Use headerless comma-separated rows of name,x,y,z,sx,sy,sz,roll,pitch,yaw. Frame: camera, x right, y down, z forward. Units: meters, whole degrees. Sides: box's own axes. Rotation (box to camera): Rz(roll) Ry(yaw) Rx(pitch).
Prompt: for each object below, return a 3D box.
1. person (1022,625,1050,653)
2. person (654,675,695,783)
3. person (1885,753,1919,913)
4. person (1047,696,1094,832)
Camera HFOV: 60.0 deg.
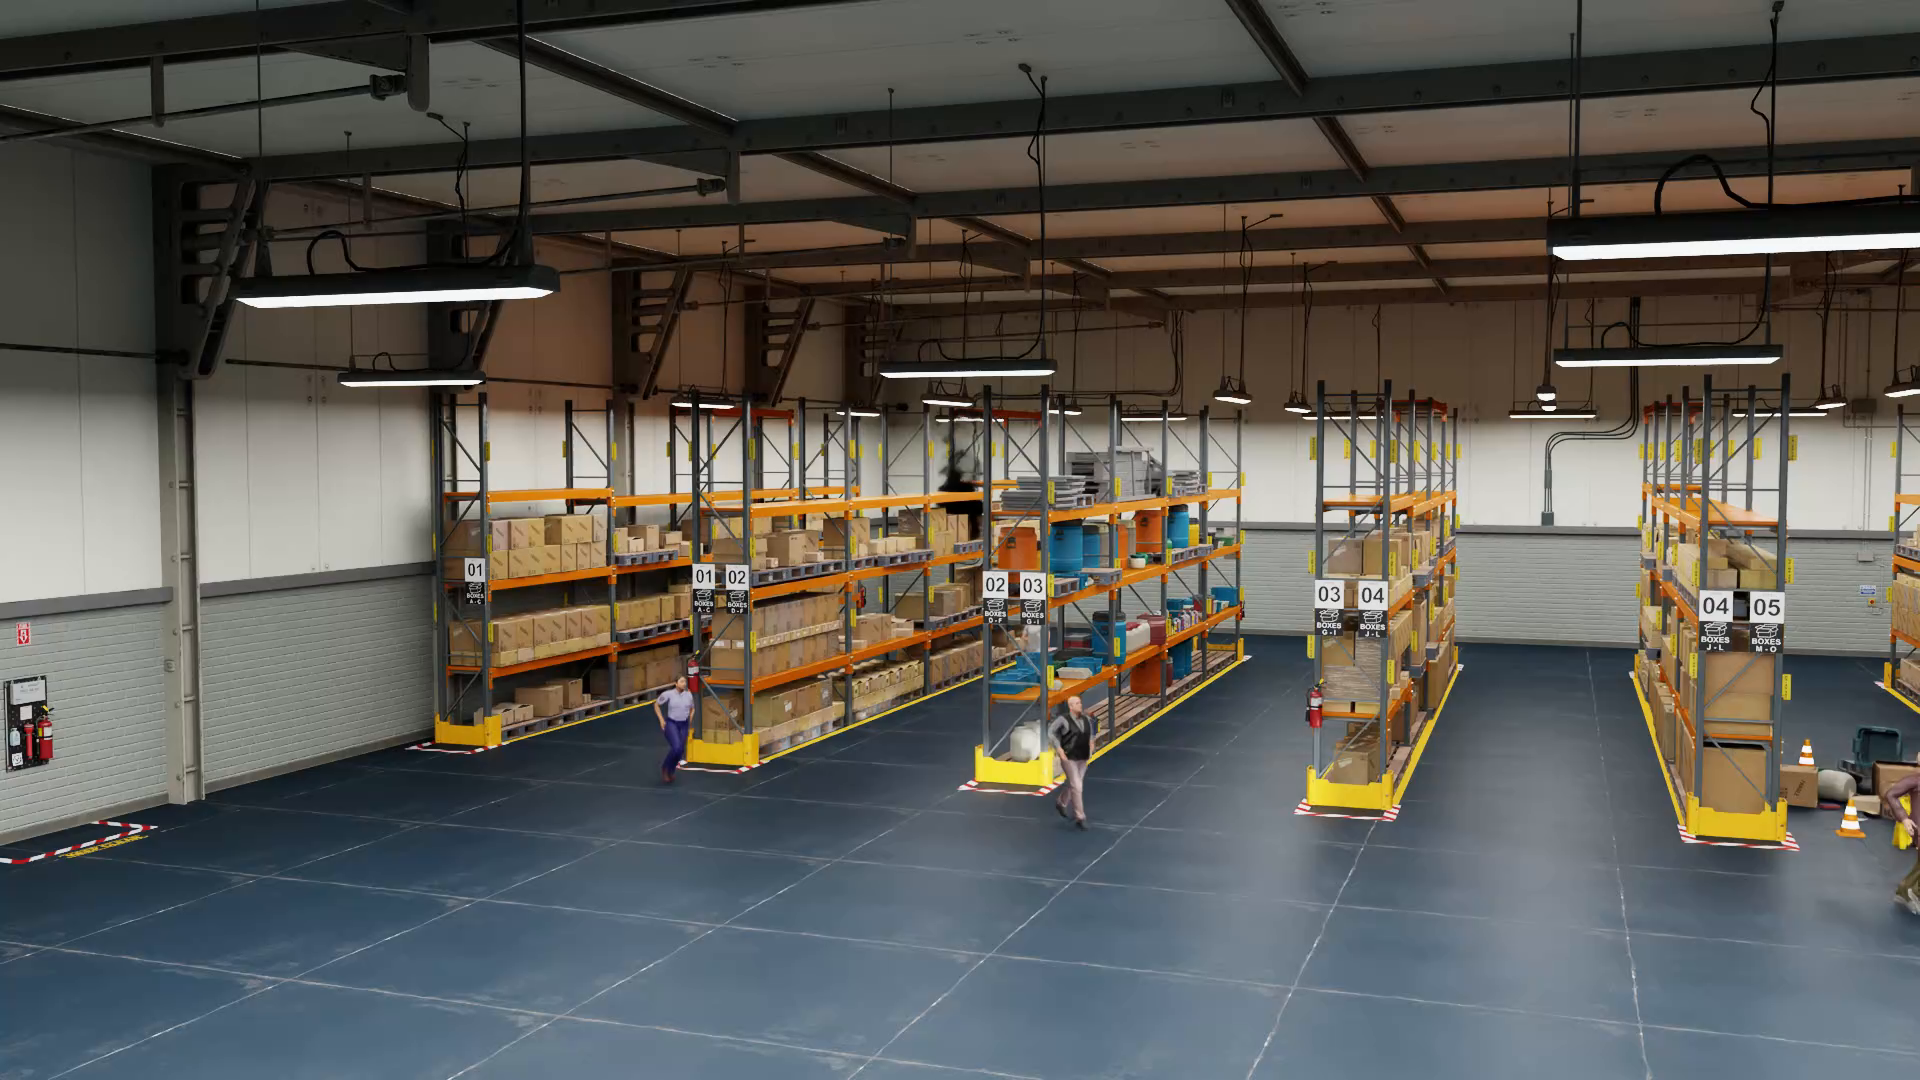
person,1.570,2.294,34.836,0.581,1.626,1.053,1,3,13
person,-4.263,2.858,25.213,0.584,1.620,0.587,-3,4,-40
person,10.416,3.166,17.877,0.675,1.794,0.765,-2,4,-32
person,1.524,2.954,22.226,0.663,1.743,0.856,-2,4,-37
